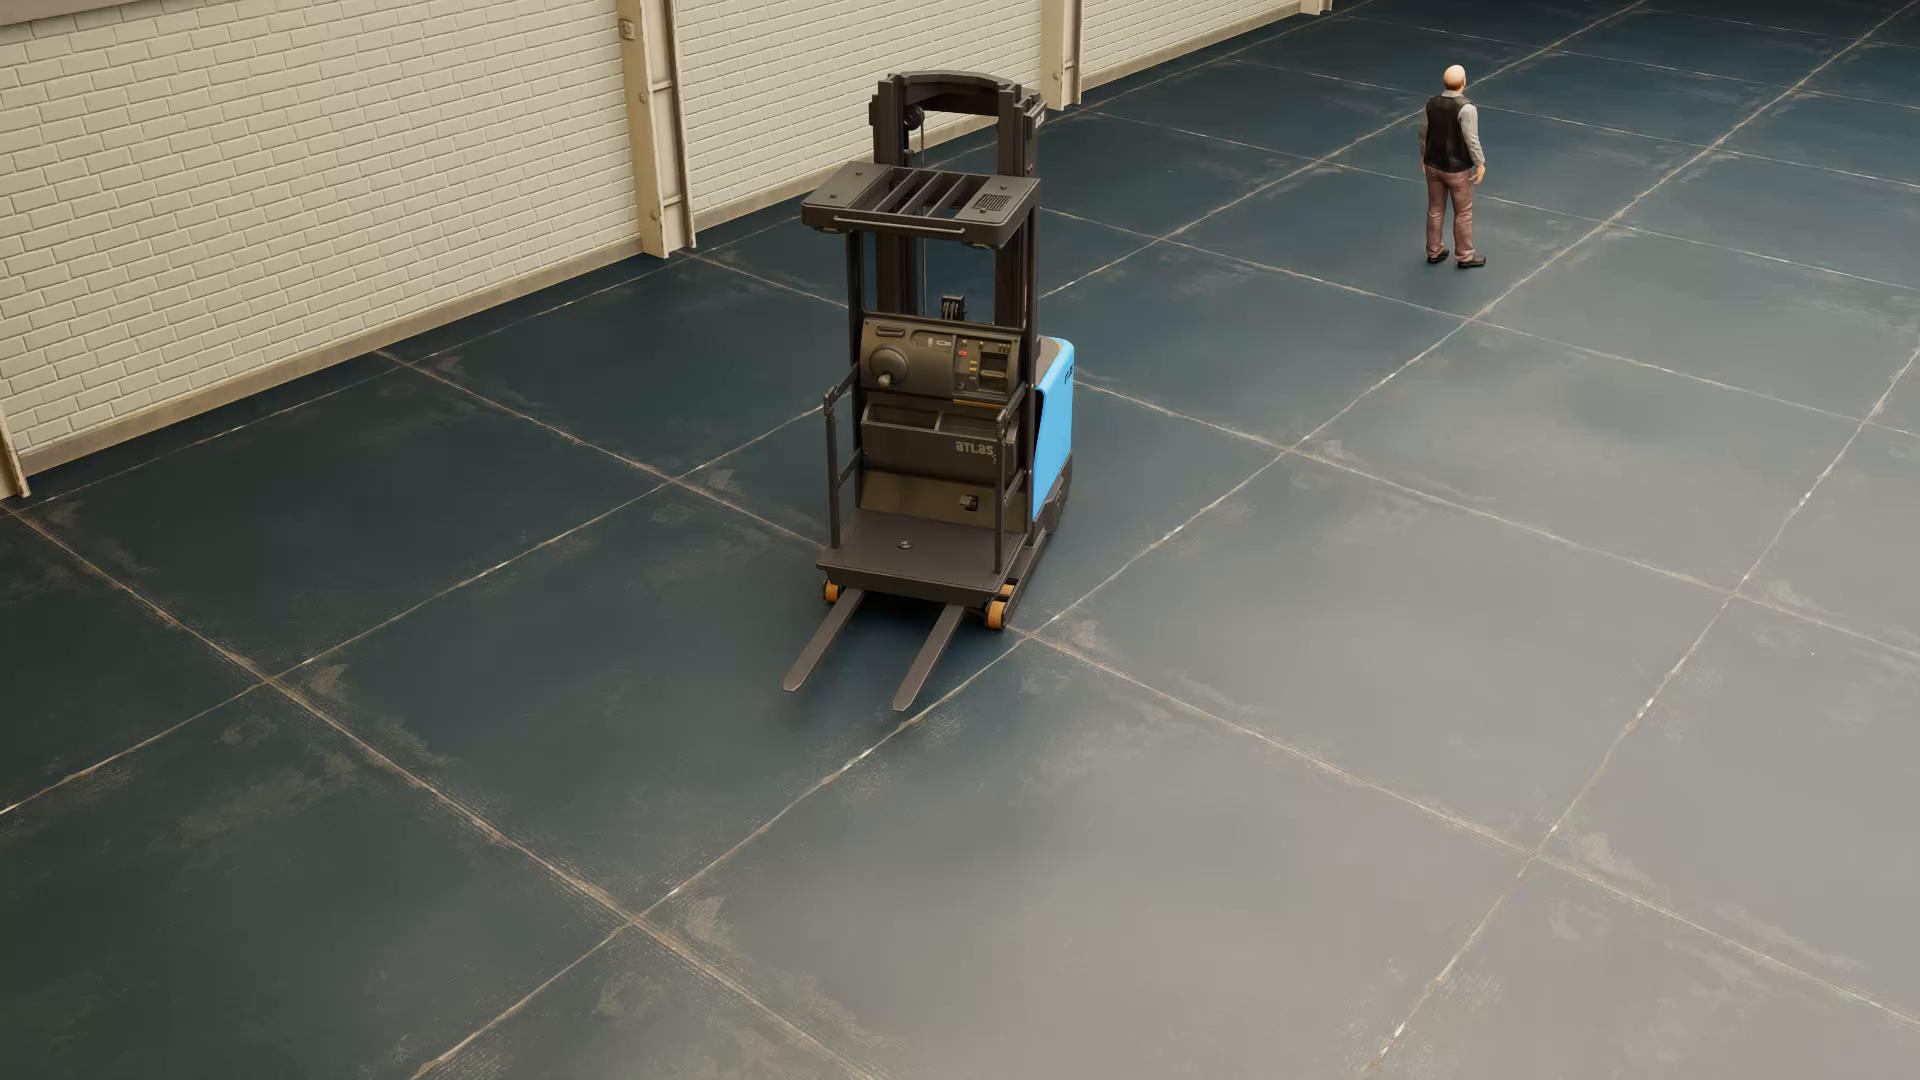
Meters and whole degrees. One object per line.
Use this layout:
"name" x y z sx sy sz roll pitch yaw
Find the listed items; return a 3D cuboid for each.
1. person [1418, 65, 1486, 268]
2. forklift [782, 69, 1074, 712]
"person" 4.250 -3.219 14.288 0.568 1.721 0.633 -22 37 -33
"forklift" -0.176 -0.972 9.258 1.130 2.935 3.031 9 31 14
